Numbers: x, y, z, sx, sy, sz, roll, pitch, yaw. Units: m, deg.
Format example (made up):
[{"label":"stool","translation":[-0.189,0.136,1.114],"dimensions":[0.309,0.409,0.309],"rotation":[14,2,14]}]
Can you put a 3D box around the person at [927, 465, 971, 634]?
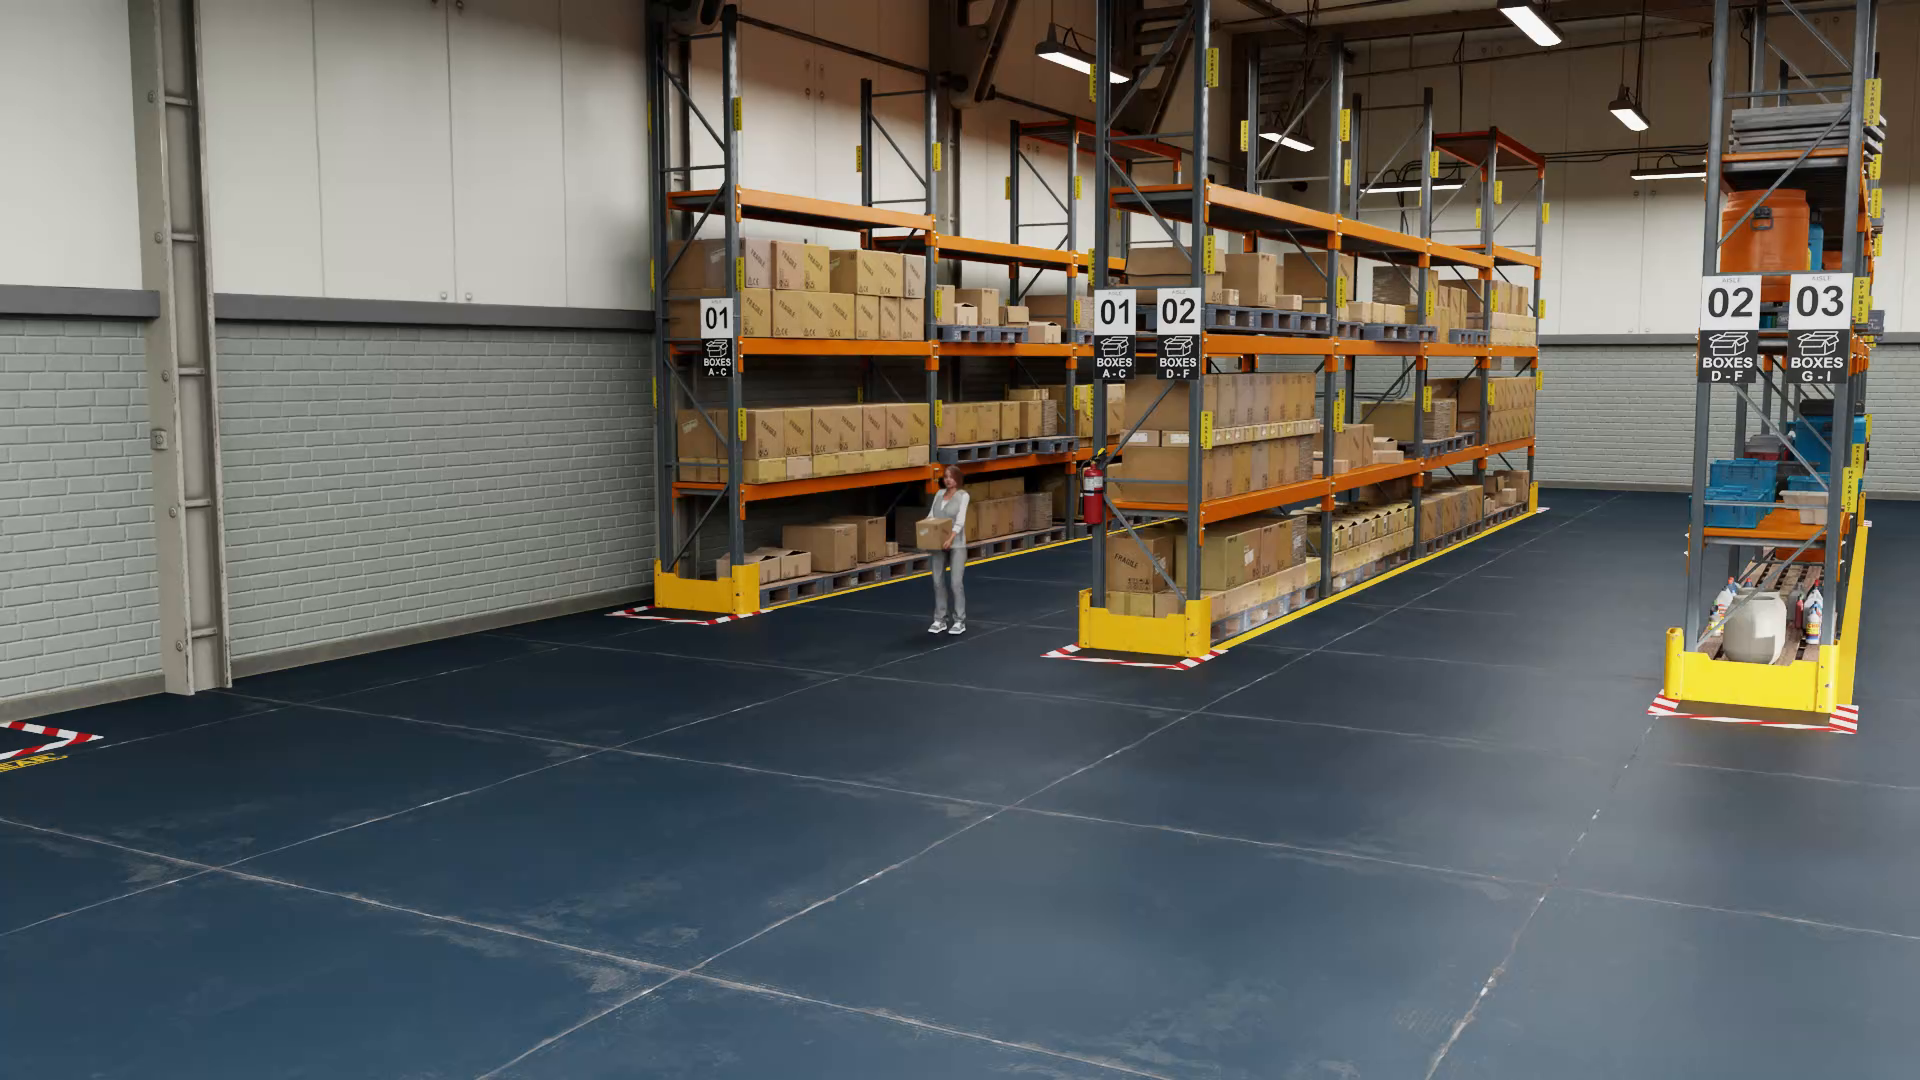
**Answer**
[{"label":"person","translation":[-0.146,0.095,15.714],"dimensions":[0.405,1.594,0.489],"rotation":[3,7,29]}]
